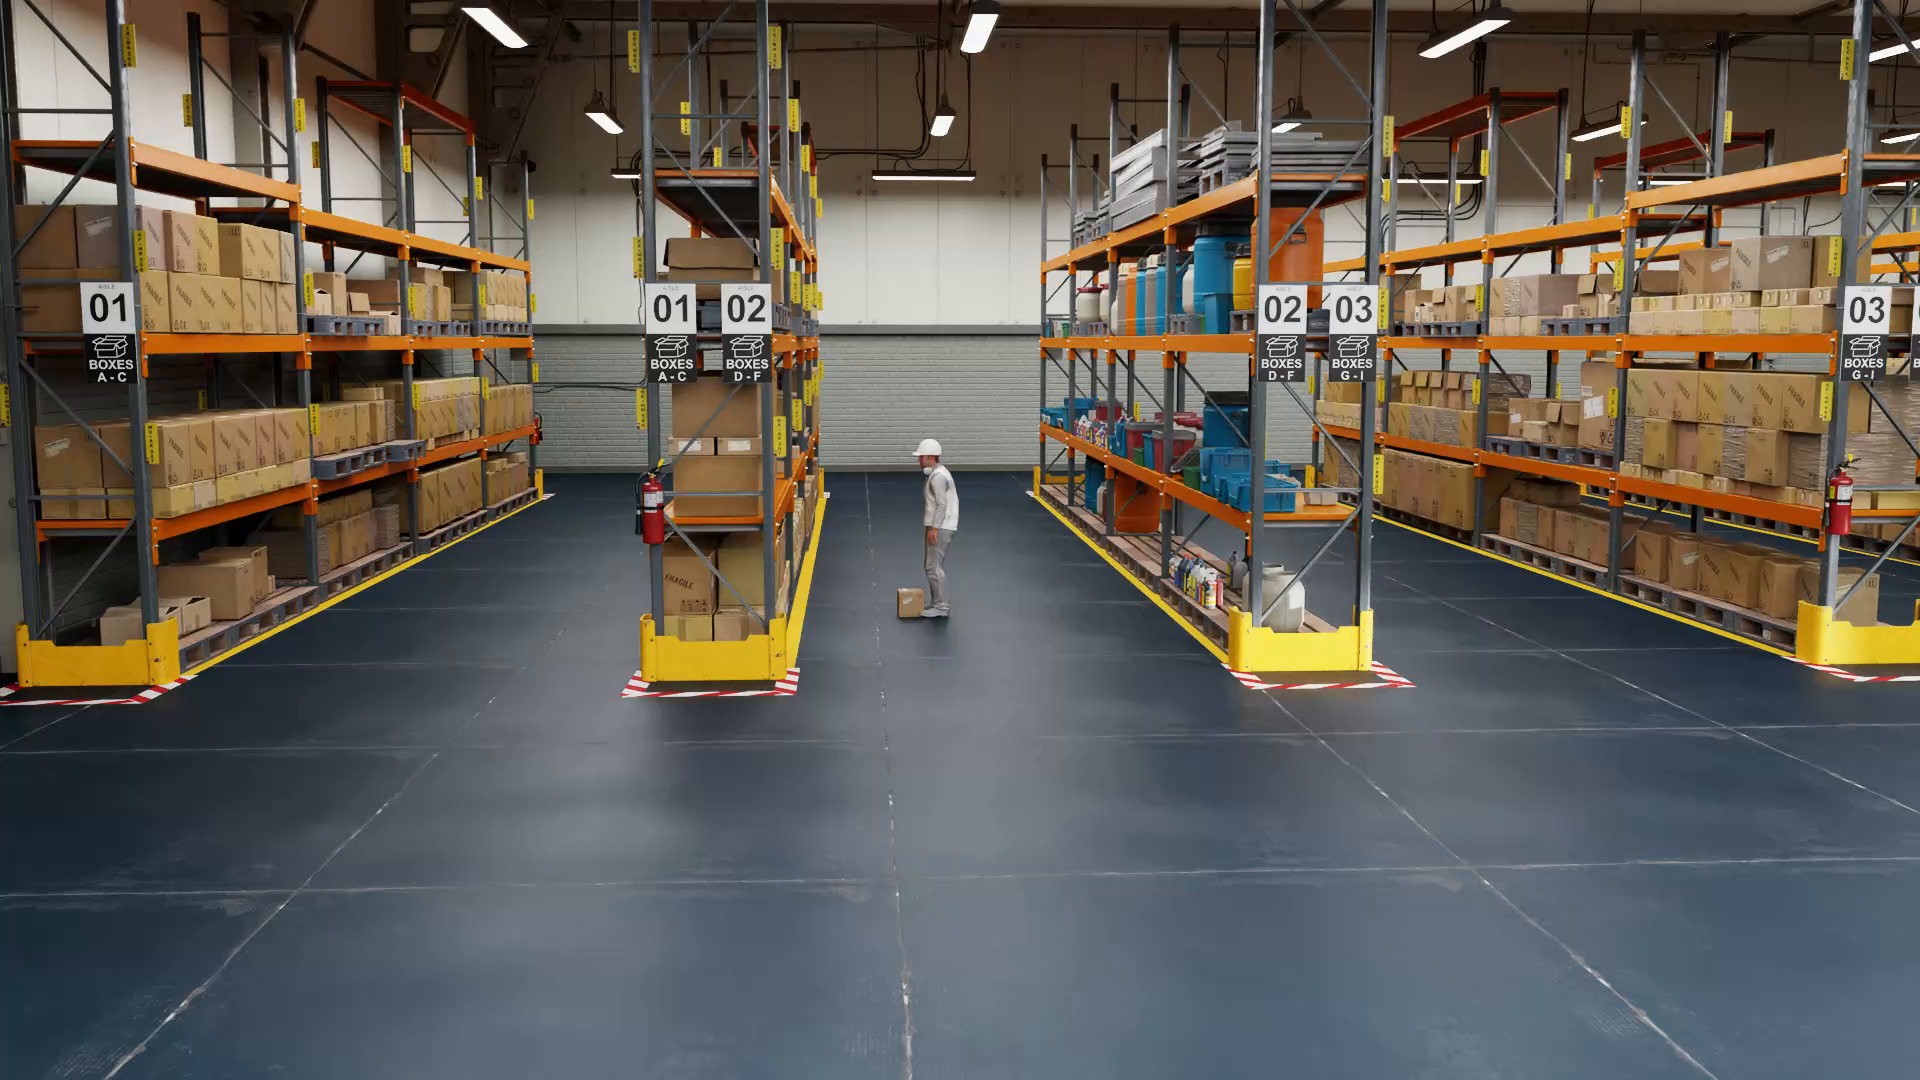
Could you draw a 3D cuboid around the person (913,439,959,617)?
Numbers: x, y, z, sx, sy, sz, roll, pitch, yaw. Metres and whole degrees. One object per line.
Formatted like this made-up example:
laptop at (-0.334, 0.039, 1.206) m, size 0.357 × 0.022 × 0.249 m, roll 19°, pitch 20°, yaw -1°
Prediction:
person at (-0.245, -0.126, 16.694) m, size 0.463 × 1.769 × 0.580 m, roll 0°, pitch 7°, yaw -4°
